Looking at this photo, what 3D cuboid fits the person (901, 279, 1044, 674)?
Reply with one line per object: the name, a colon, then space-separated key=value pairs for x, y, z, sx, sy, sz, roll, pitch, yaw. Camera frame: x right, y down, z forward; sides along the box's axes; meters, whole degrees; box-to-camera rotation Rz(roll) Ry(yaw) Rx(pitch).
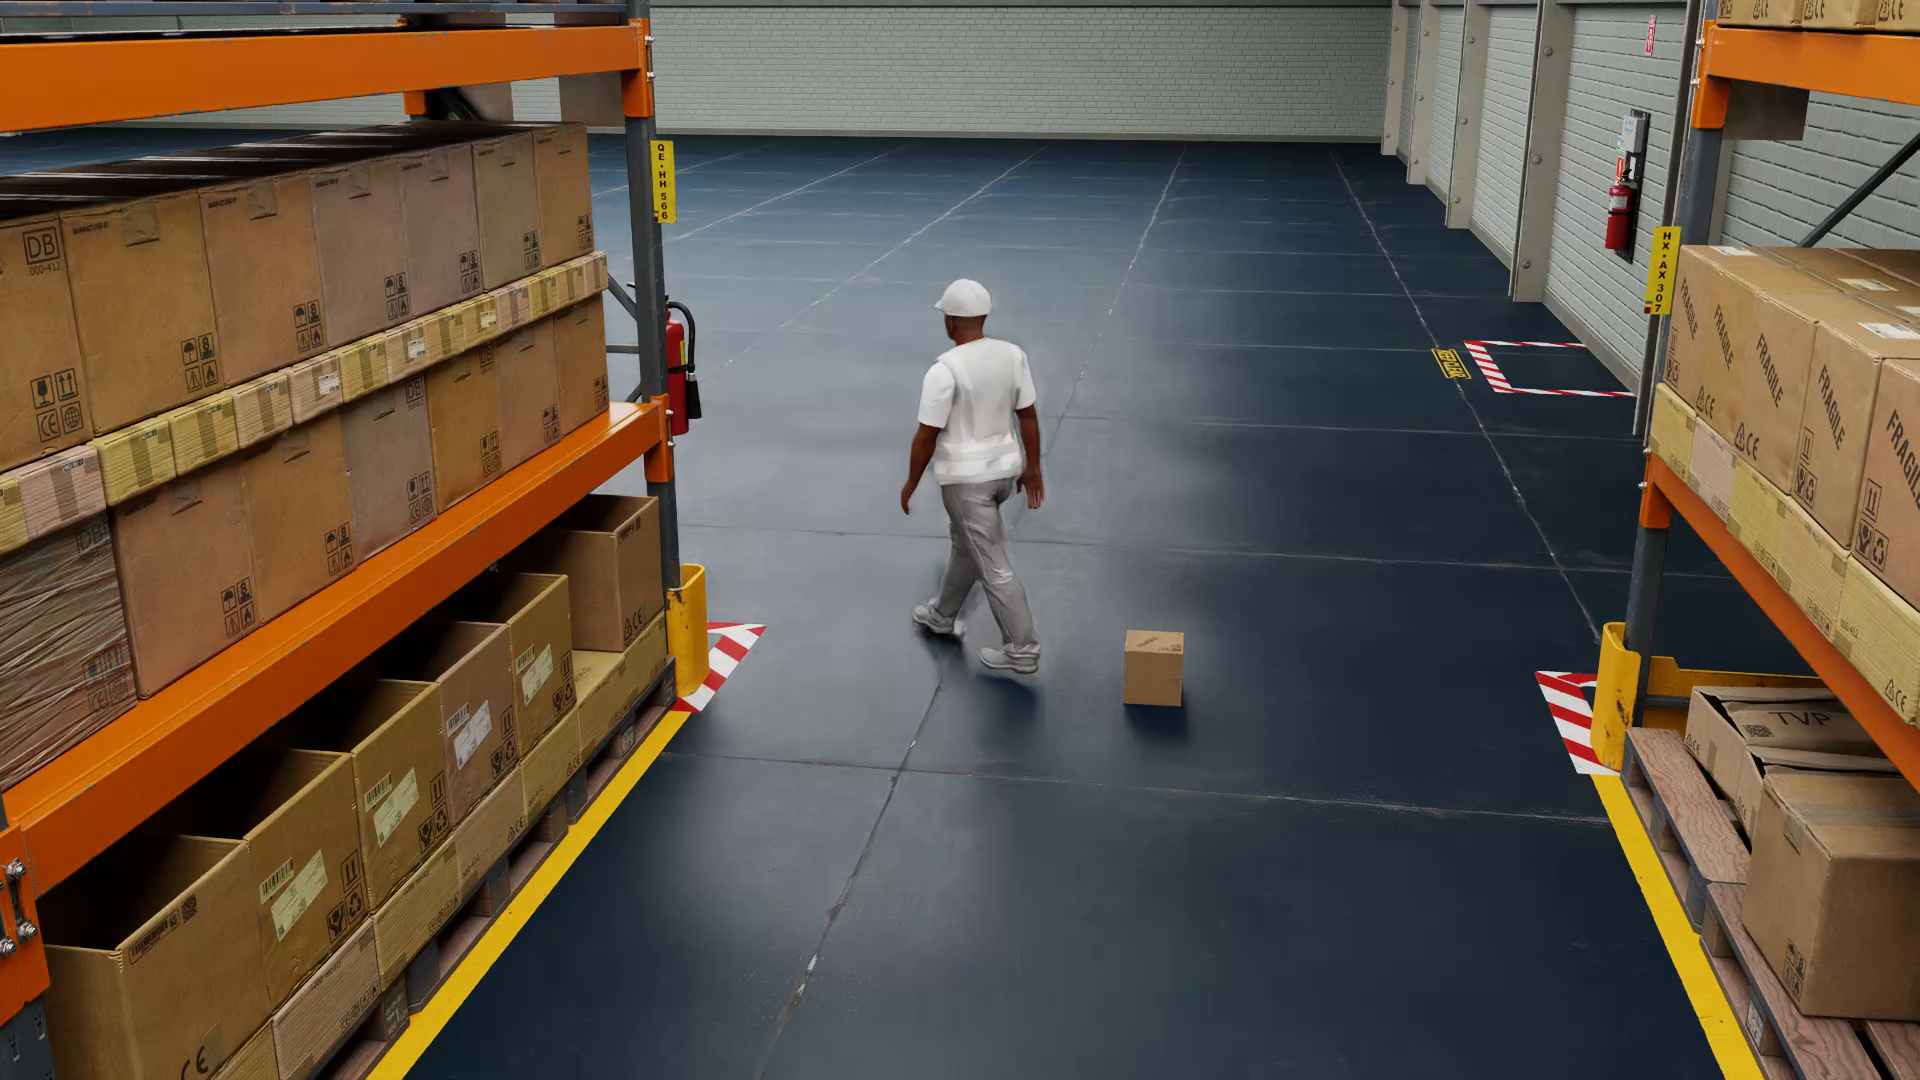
person: x=0.014 y=-0.311 z=7.445 sx=0.946 sy=1.714 sz=0.586 roll=15 pitch=23 yaw=39
